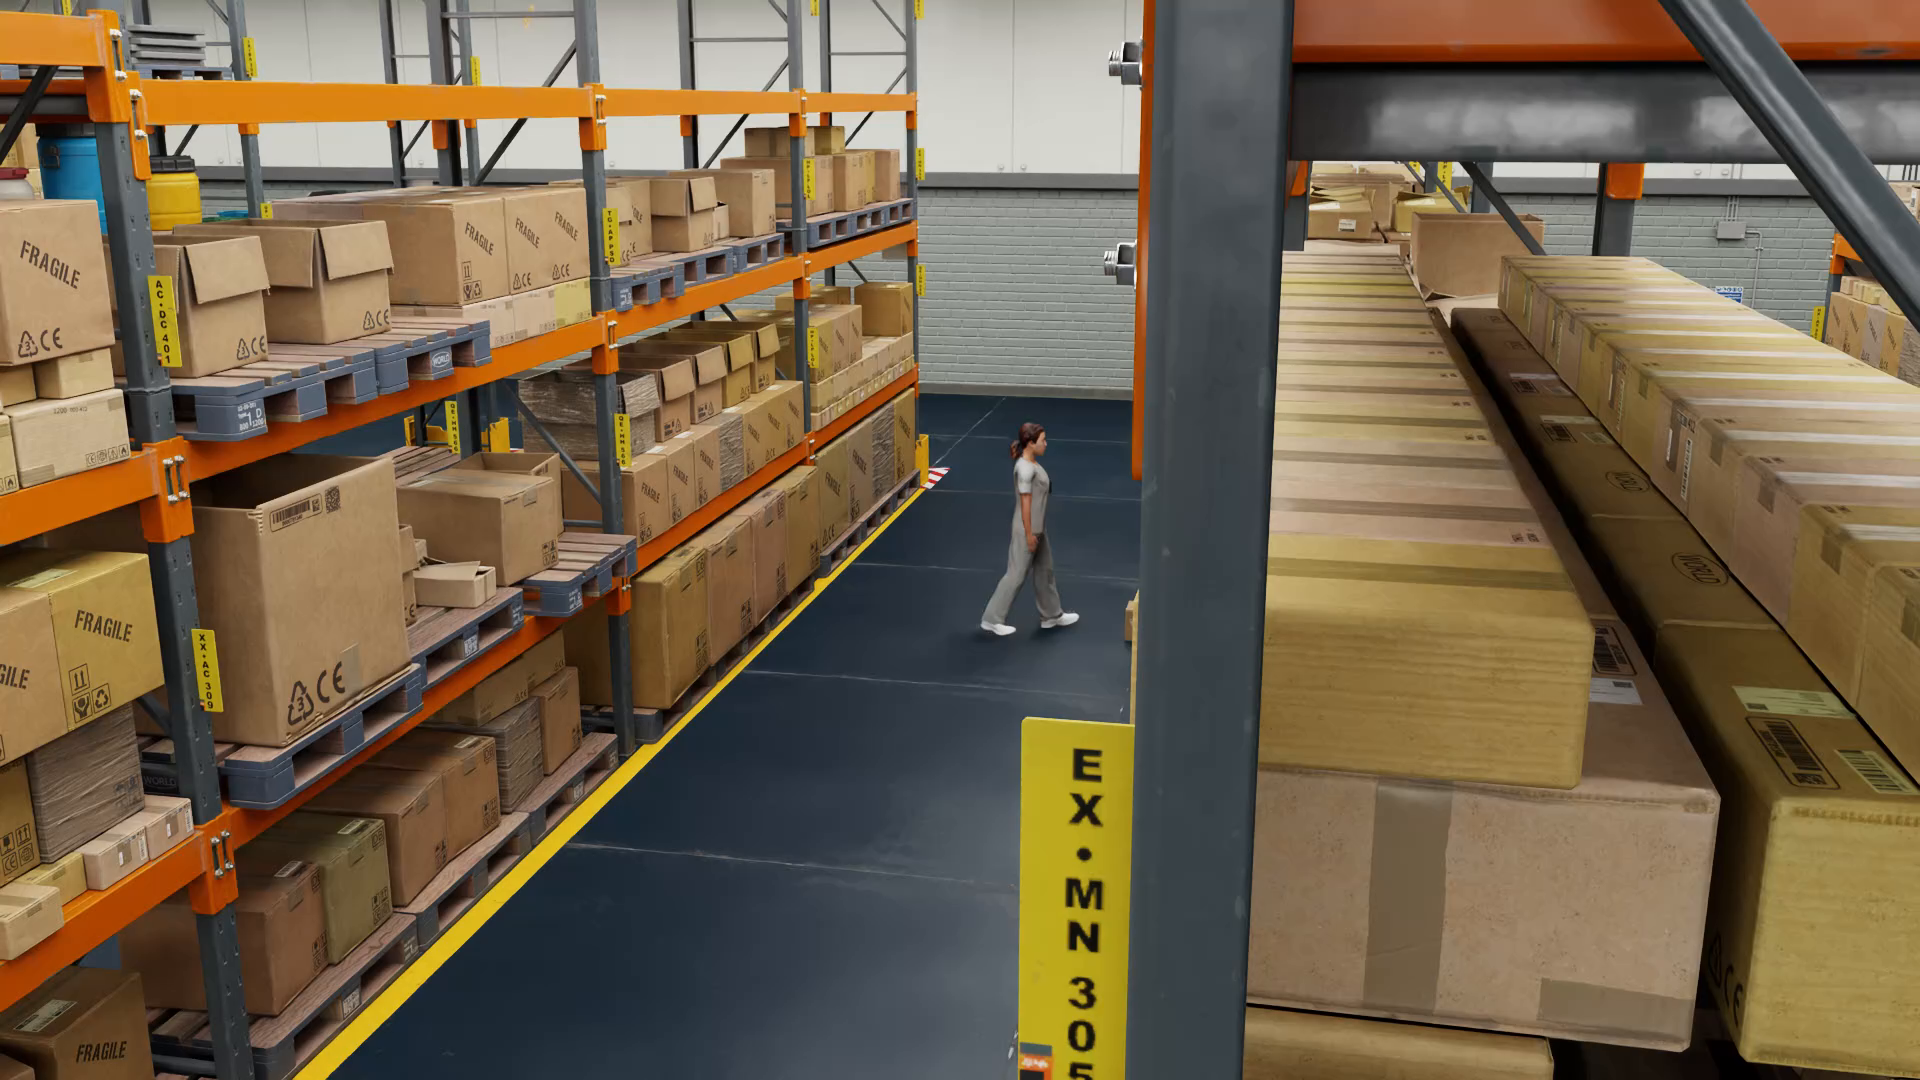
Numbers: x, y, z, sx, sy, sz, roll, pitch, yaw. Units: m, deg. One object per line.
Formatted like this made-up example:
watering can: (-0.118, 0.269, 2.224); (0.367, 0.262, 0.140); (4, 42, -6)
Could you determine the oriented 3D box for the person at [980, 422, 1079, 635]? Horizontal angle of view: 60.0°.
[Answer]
person: (0.545, -0.083, 12.830); (0.759, 1.664, 0.470); (2, 15, 6)
